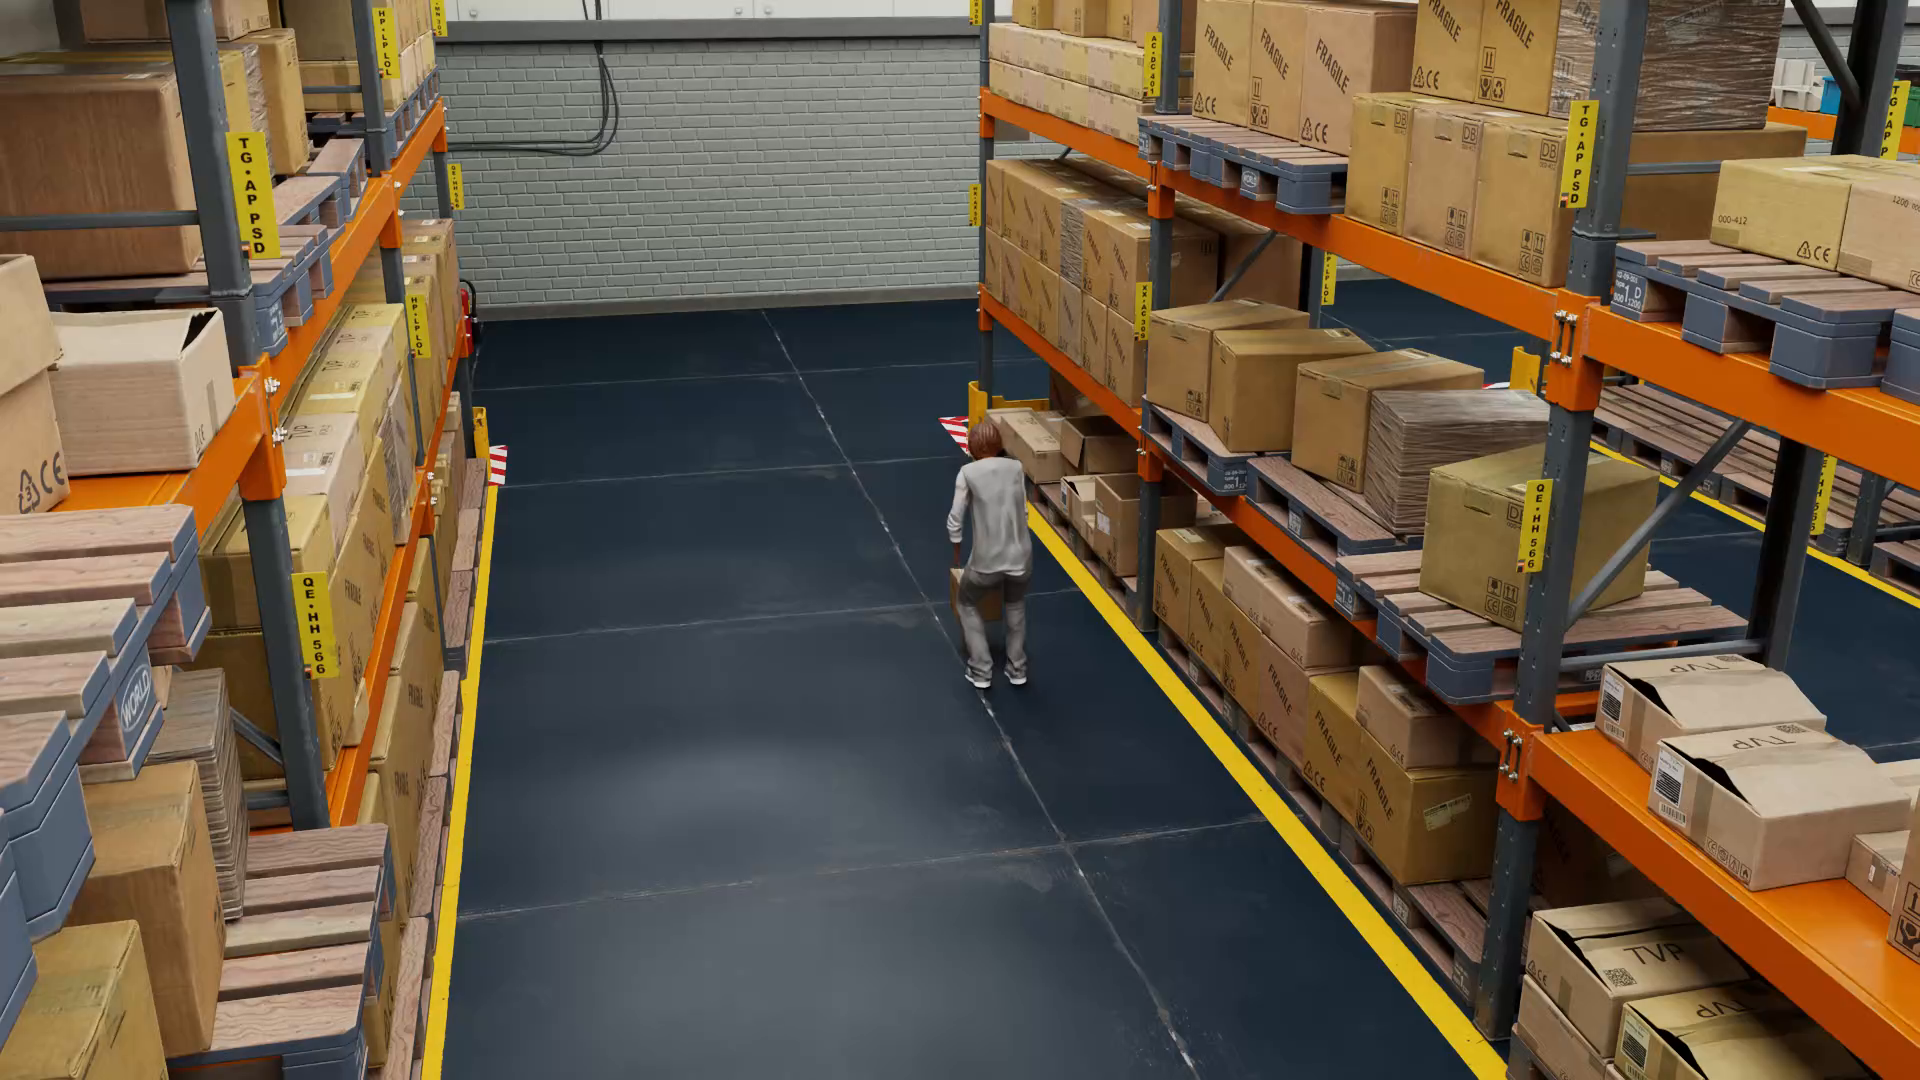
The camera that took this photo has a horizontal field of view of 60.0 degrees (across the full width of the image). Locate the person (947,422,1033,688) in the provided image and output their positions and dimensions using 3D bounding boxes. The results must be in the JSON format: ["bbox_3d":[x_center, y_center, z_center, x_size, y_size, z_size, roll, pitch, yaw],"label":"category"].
[{"bbox_3d":[0.166,0.108,9.053,0.454,1.429,0.540,-4,20,-12],"label":"person"}]
